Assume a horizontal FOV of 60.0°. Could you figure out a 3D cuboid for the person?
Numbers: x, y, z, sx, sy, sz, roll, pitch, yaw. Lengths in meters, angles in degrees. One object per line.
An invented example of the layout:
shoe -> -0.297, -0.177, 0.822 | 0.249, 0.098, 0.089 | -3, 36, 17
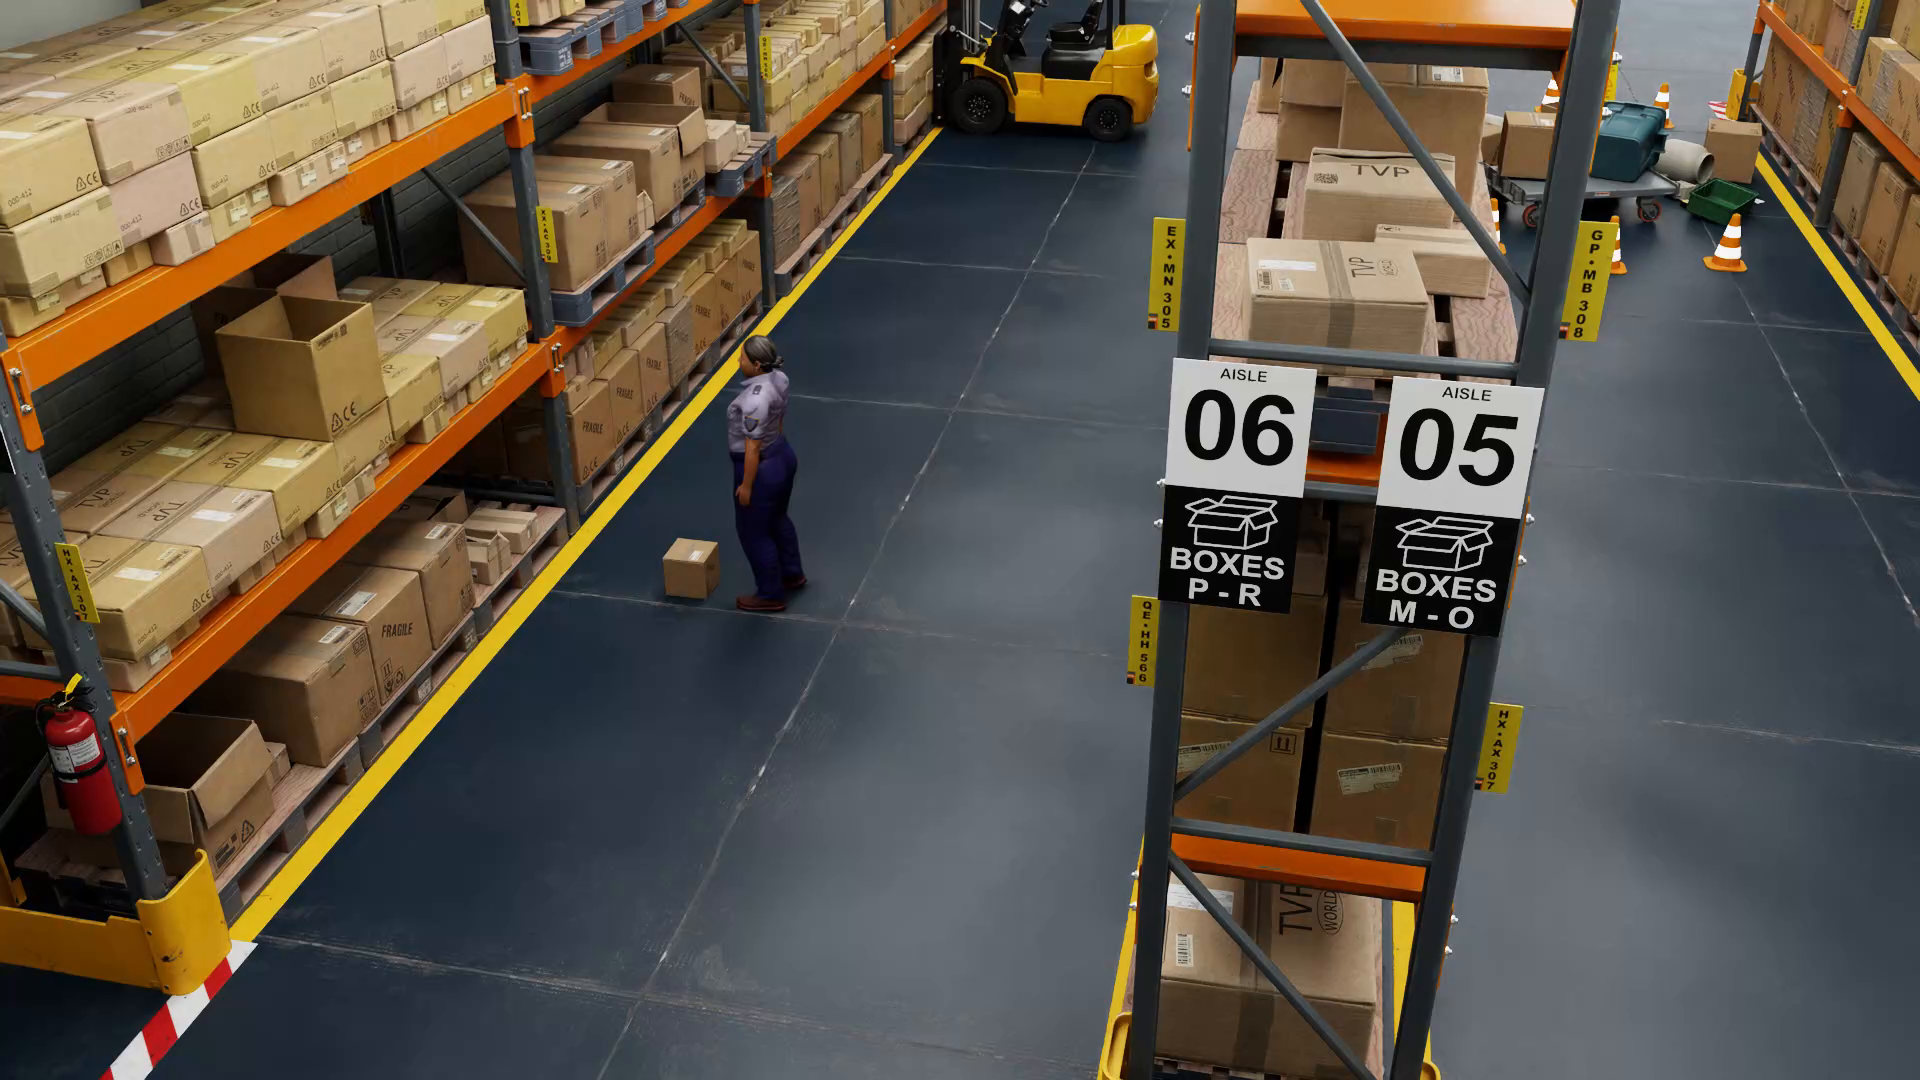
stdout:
person -> -1.113, -0.363, 9.329 | 0.344, 1.685, 0.467 | 7, 30, 12
